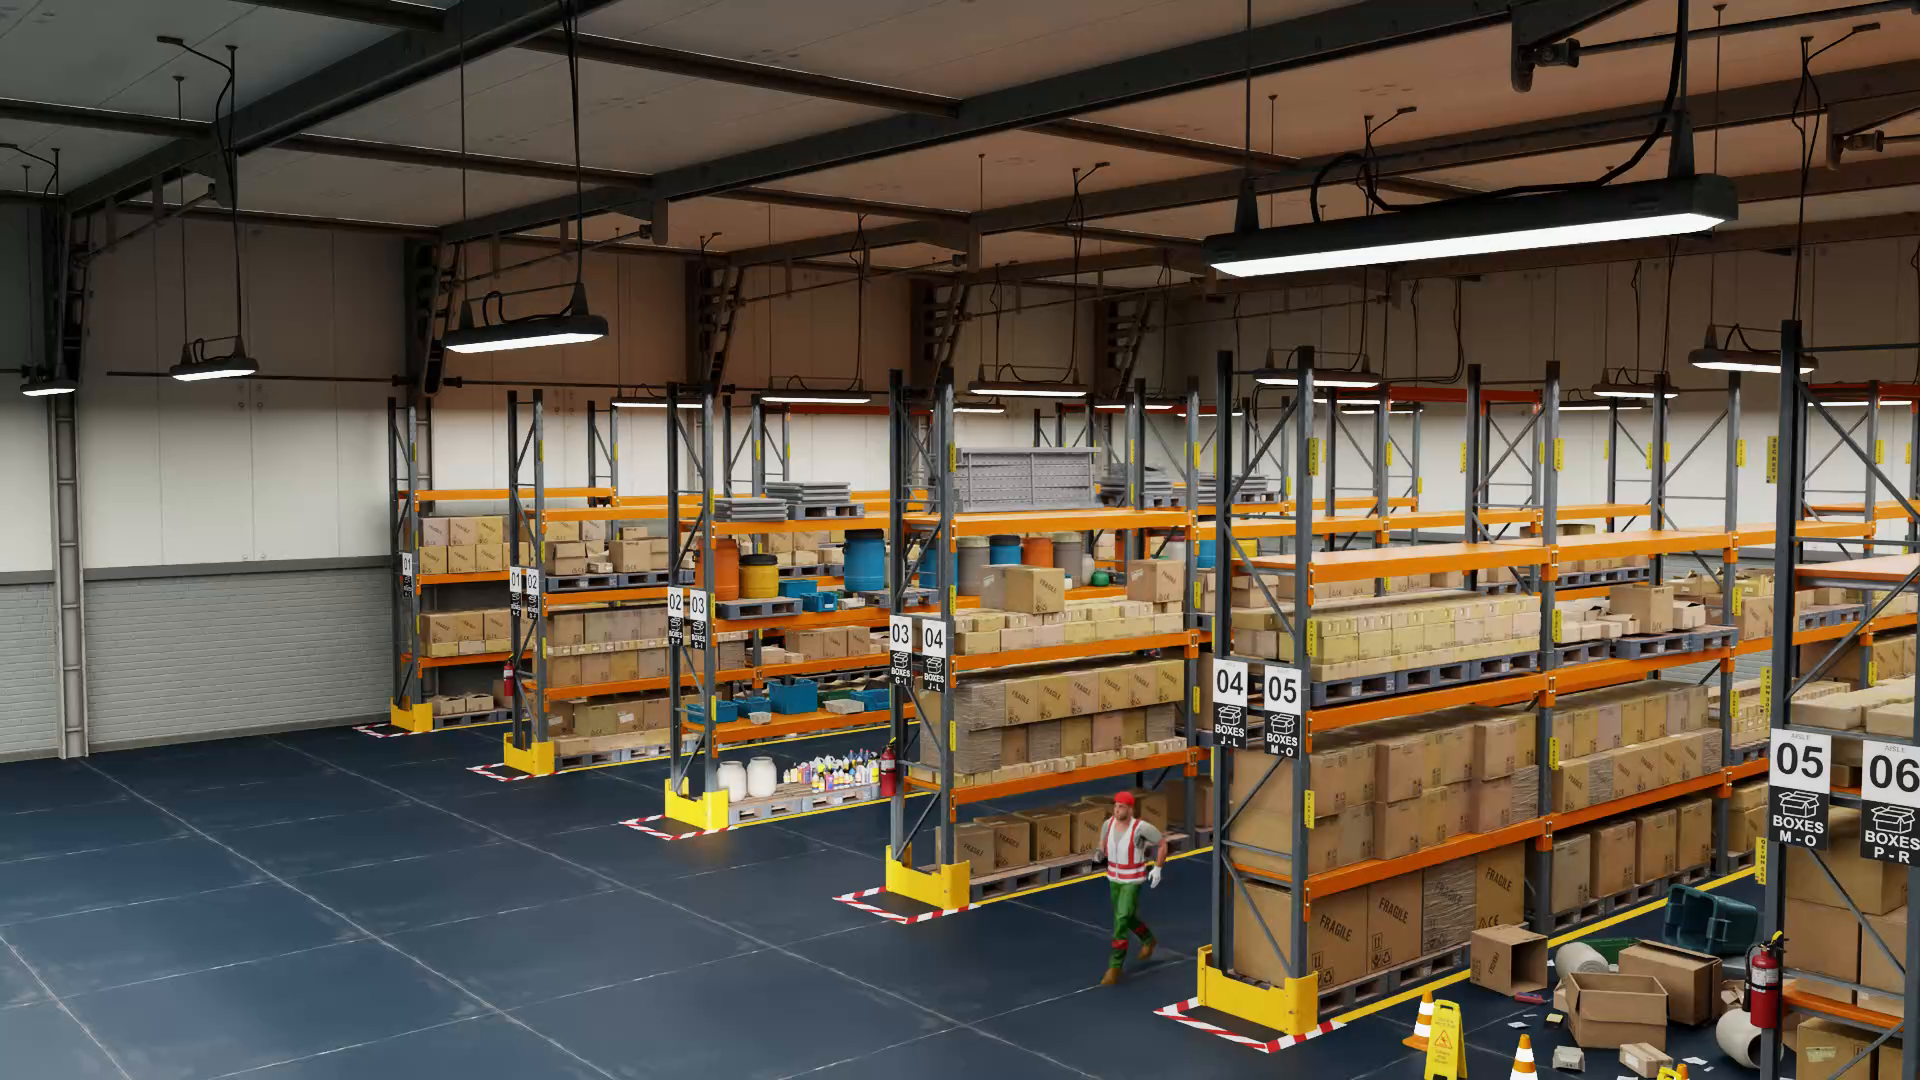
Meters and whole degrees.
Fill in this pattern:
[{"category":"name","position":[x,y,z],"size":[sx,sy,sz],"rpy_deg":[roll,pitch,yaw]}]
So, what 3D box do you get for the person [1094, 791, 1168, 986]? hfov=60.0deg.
[{"category":"person","position":[1.613,3.325,16.167],"size":[0.688,1.797,0.927],"rpy_deg":[3,5,44]}]
